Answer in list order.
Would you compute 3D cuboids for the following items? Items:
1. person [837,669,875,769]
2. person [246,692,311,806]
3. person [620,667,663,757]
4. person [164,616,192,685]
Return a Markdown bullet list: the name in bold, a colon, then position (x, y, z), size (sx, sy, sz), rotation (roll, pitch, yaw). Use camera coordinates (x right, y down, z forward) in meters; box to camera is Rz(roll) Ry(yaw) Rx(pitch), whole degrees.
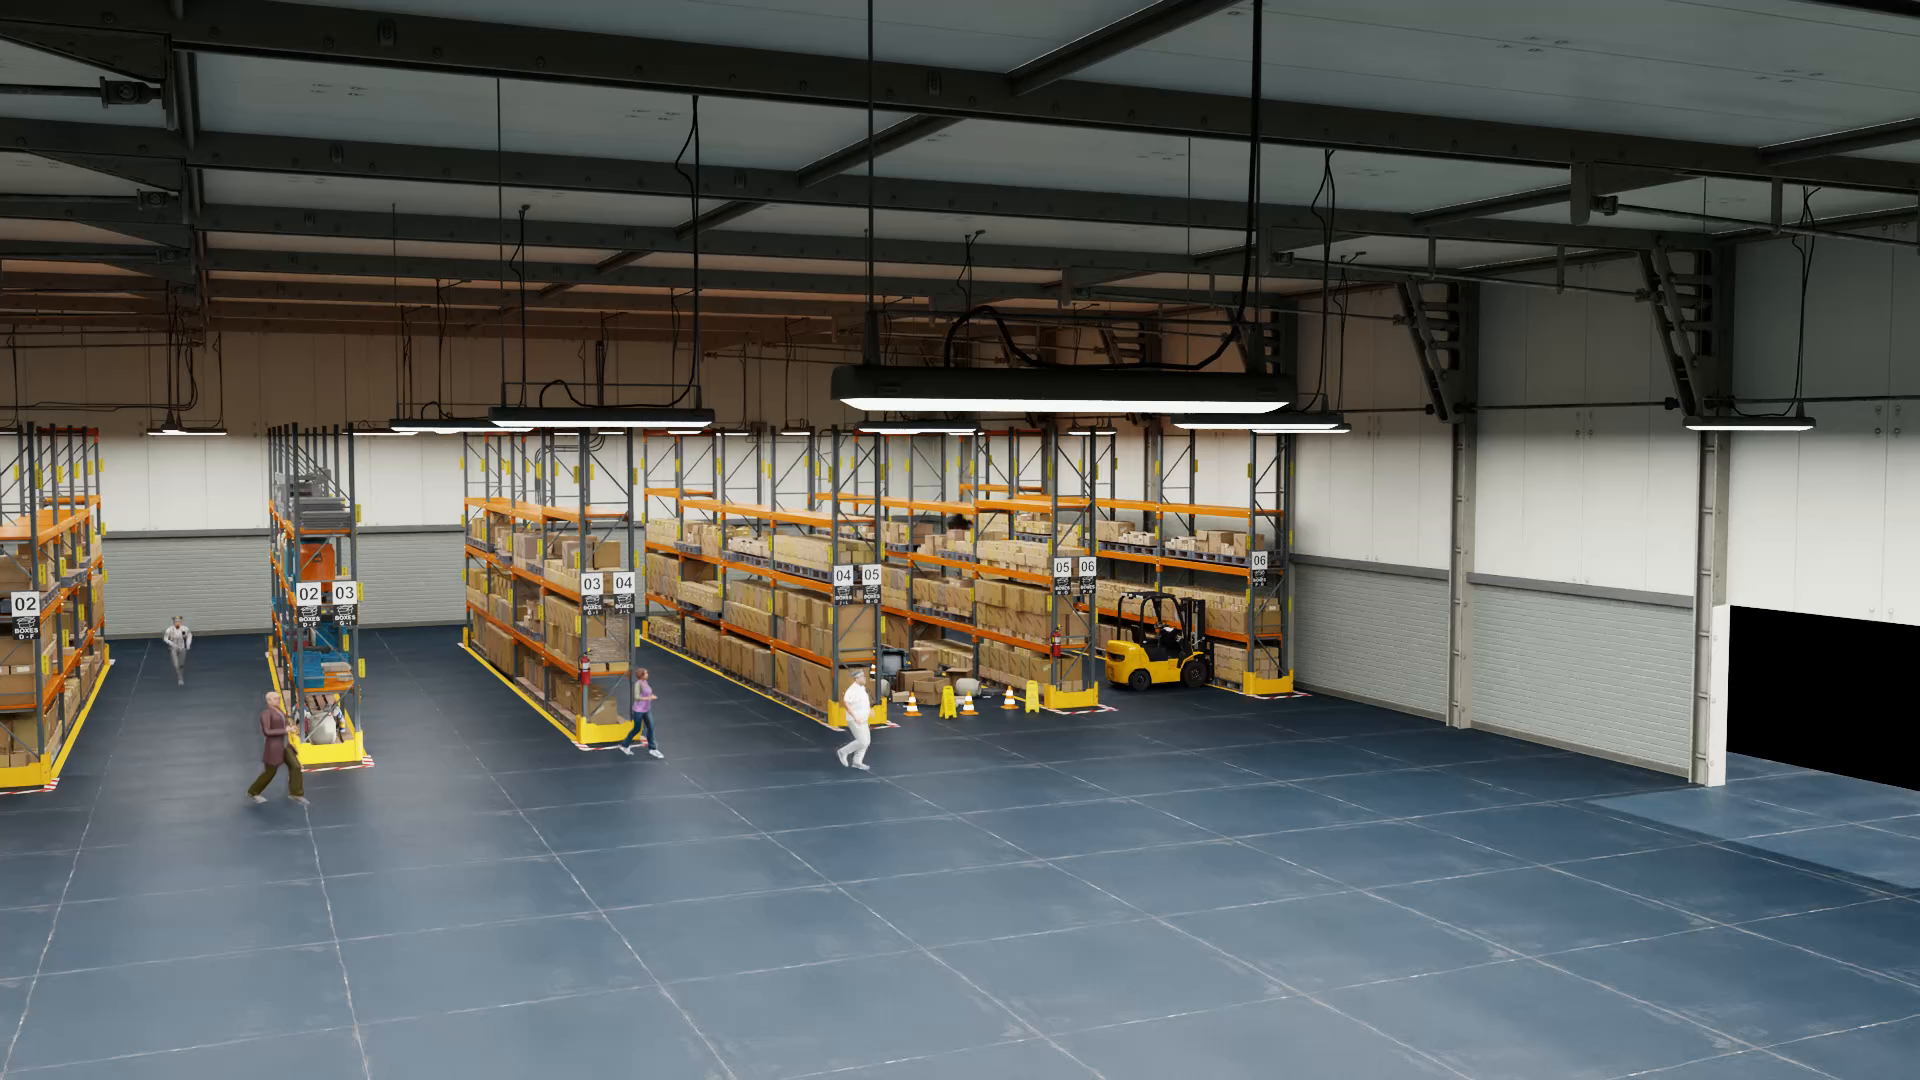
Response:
- **person**: position (-1.777, 3.098, 28.821), size (0.546, 1.751, 0.681), rotation (1, 4, 14)
- **person**: position (-10.636, 3.262, 25.913), size (0.973, 1.811, 0.729), rotation (0, 4, 8)
- **person**: position (-5.702, 3.088, 29.768), size (0.780, 1.598, 0.545), rotation (1, 4, 16)
- **person**: position (-18.198, 2.558, 38.709), size (0.599, 1.634, 0.694), rotation (-2, 4, -24)
